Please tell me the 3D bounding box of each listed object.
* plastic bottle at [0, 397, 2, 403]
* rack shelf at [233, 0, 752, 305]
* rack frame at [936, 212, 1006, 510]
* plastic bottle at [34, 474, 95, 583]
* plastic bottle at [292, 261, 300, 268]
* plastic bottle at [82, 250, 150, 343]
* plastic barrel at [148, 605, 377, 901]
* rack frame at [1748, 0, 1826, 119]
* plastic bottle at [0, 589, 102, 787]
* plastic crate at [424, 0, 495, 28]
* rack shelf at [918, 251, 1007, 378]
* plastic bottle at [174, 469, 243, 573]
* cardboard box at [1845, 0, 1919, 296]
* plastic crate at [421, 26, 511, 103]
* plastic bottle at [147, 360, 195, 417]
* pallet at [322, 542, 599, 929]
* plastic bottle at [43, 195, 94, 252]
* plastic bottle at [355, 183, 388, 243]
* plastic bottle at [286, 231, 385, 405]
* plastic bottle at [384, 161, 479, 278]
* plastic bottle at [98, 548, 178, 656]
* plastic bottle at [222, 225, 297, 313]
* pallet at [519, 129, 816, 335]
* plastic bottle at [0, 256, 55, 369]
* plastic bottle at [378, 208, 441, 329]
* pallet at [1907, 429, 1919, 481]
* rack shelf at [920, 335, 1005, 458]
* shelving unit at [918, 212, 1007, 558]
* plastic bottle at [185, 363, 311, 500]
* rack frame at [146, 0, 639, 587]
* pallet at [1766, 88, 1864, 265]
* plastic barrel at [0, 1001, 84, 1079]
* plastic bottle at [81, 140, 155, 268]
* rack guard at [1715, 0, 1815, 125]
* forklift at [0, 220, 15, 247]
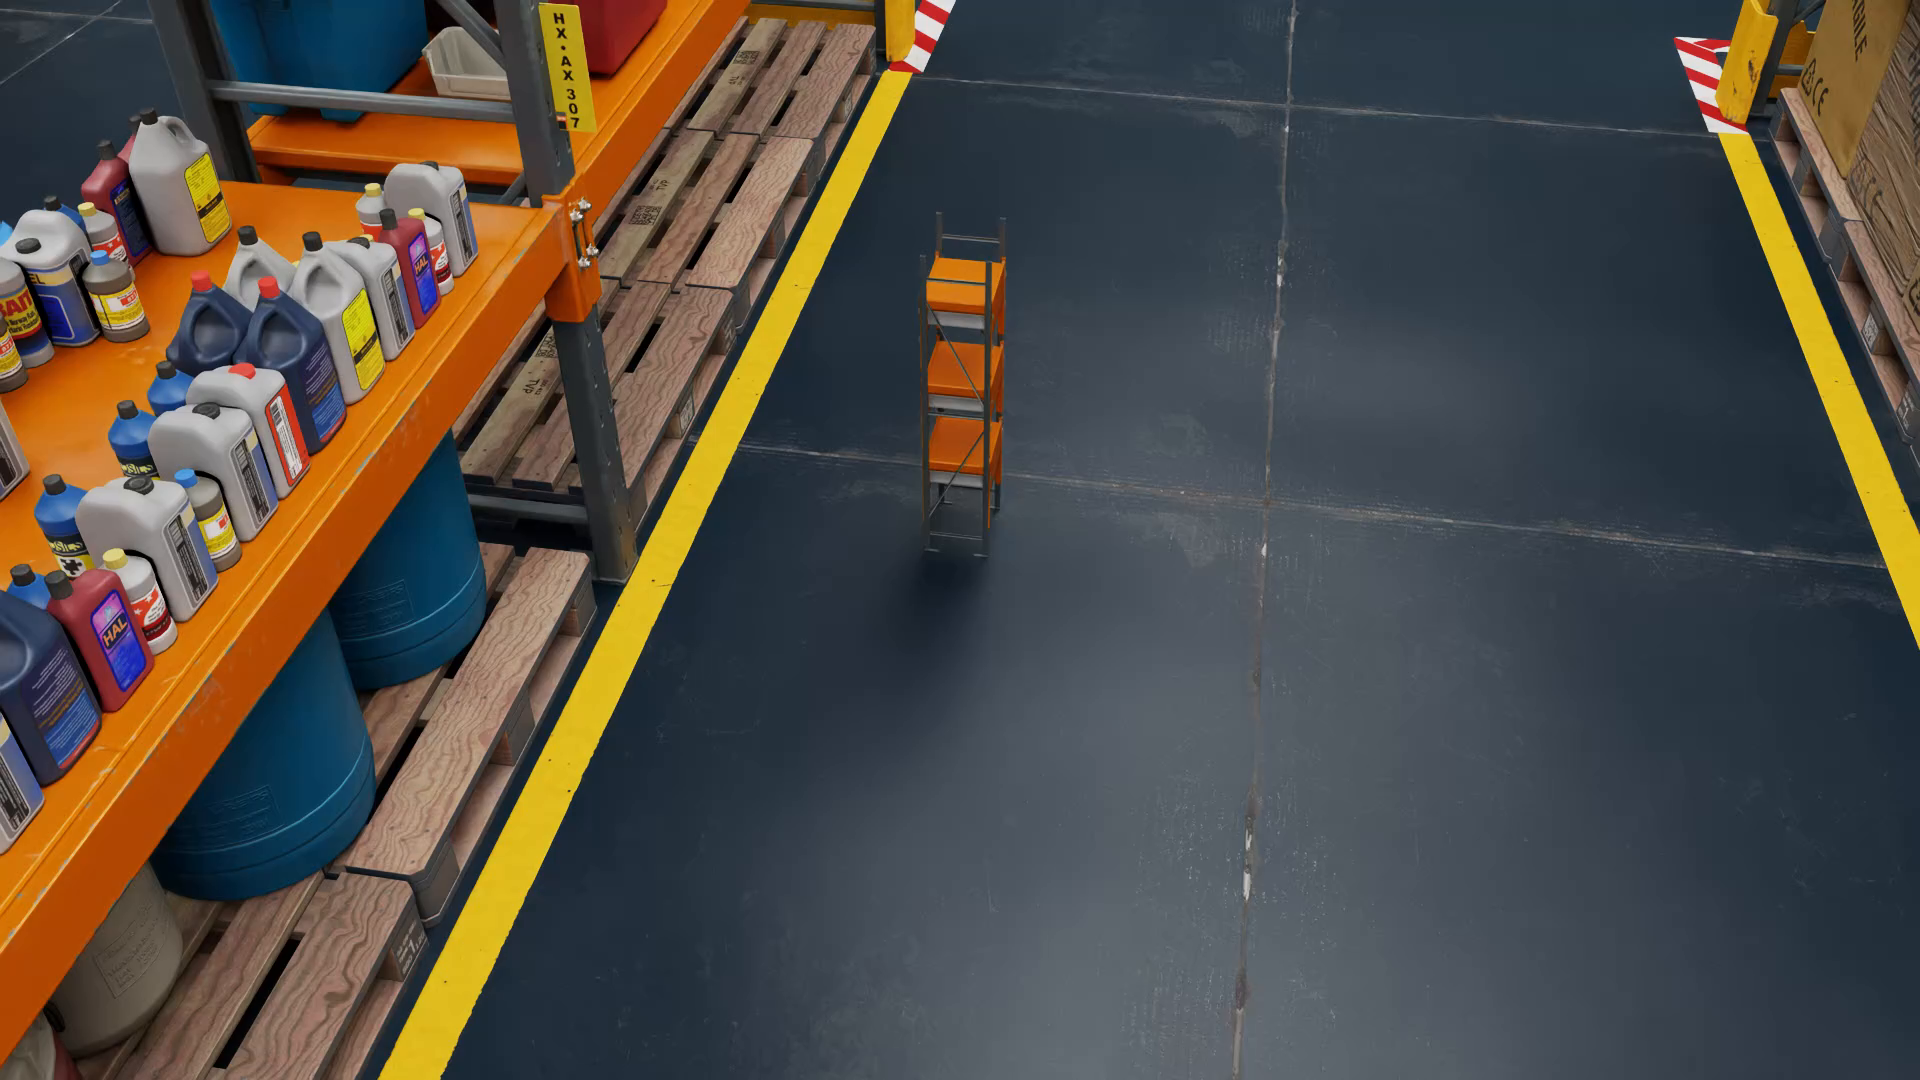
[{"bbox_3d":[-2.100,-0.362,3.489,0.097,0.201,0.097,0,40,0],"label":"plastic bottle"},{"bbox_3d":[-1.155,-2.086,5.984,1.077,0.370,4.000,6,40,8],"label":"rack shelf"},{"bbox_3d":[0.030,-0.515,5.049,0.200,1.050,0.008,6,40,8],"label":"rack frame"},{"bbox_3d":[-1.591,-0.002,2.999,0.097,0.271,0.097,0,40,0],"label":"plastic bottle"},{"bbox_3d":[-1.440,-0.522,3.683,0.097,0.201,0.097,0,40,0],"label":"plastic bottle"},{"bbox_3d":[-1.894,-0.552,3.719,0.097,0.201,0.097,0,40,0],"label":"plastic bottle"},{"bbox_3d":[-1.735,0.323,3.823,0.600,0.901,0.708,6,40,8],"label":"plastic barrel"},{"bbox_3d":[4.069,-3.072,6.612,1.000,3.000,0.127,6,40,8],"label":"rack frame"},{"bbox_3d":[-1.528,0.215,2.675,0.144,0.351,0.185,6,40,8],"label":"plastic bottle"},{"bbox_3d":[-1.572,-1.757,5.190,0.437,0.125,0.590,6,40,8],"label":"plastic crate"},{"bbox_3d":[0.009,-0.649,4.782,0.215,0.259,0.240,6,40,8],"label":"rack shelf"},{"bbox_3d":[-1.418,-0.043,3.103,0.097,0.201,0.097,0,40,0],"label":"plastic bottle"},{"bbox_3d":[3.880,-1.434,5.968,0.875,0.875,0.875,6,40,8],"label":"cardboard box"},{"bbox_3d":[-1.280,-1.306,4.636,0.396,0.136,0.243,6,40,8],"label":"plastic crate"},{"bbox_3d":[-1.527,-0.232,3.278,0.097,0.271,0.097,0,40,0],"label":"plastic bottle"},{"bbox_3d":[-1.676,0.446,4.545,1.003,0.211,1.213,6,40,8],"label":"pallet"},{"bbox_3d":[-2.027,-0.656,3.791,0.097,0.271,0.097,0,40,0],"label":"plastic bottle"},{"bbox_3d":[-1.377,-0.751,3.960,0.097,0.201,0.097,0,40,0],"label":"plastic bottle"},{"bbox_3d":[-1.338,-0.476,3.511,0.144,0.351,0.185,6,40,8],"label":"plastic bottle"},{"bbox_3d":[-1.251,-0.777,3.934,0.152,0.276,0.135,6,40,8],"label":"plastic bottle"},{"bbox_3d":[-1.458,0.103,2.927,0.097,0.201,0.097,0,40,0],"label":"plastic bottle"},{"bbox_3d":[-1.480,-0.492,3.530,0.144,0.351,0.185,6,40,8],"label":"plastic bottle"},{"bbox_3d":[-1.203,-1.267,6.617,1.003,0.211,1.213,6,40,8],"label":"pallet"},{"bbox_3d":[-2.067,-0.511,3.615,0.097,0.271,0.097,0,40,0],"label":"plastic bottle"},{"bbox_3d":[-1.246,-0.630,3.750,0.061,0.283,0.133,6,40,8],"label":"plastic bottle"},{"bbox_3d":[3.586,0.044,5.031,1.003,0.211,1.213,6,40,8],"label":"pallet"},{"bbox_3d":[0.009,-0.430,4.963,0.215,0.259,0.240,6,40,8],"label":"rack shelf"},{"bbox_3d":[0.009,-0.438,4.956,0.215,1.050,0.252,6,40,8],"label":"shelving unit"},{"bbox_3d":[-1.401,-0.232,3.274,0.152,0.276,0.135,6,40,8],"label":"plastic bottle"},{"bbox_3d":[-1.501,-1.108,4.236,1.000,3.000,0.127,6,40,8],"label":"rack frame"},{"bbox_3d":[4.008,-1.487,6.883,1.003,0.211,1.213,6,40,8],"label":"pallet"},{"bbox_3d":[-1.930,1.152,3.066,0.600,0.588,0.708,6,40,8],"label":"plastic barrel"},{"bbox_3d":[-2.008,-0.796,3.951,0.061,0.283,0.133,6,40,8],"label":"plastic bottle"},{"bbox_3d":[4.074,-2.124,7.427,1.175,0.500,0.348,6,40,8],"label":"rack guard"},{"bbox_3d":[-3.888,-0.612,3.689,1.130,2.935,3.031,28,47,30],"label":"forklift"}]
